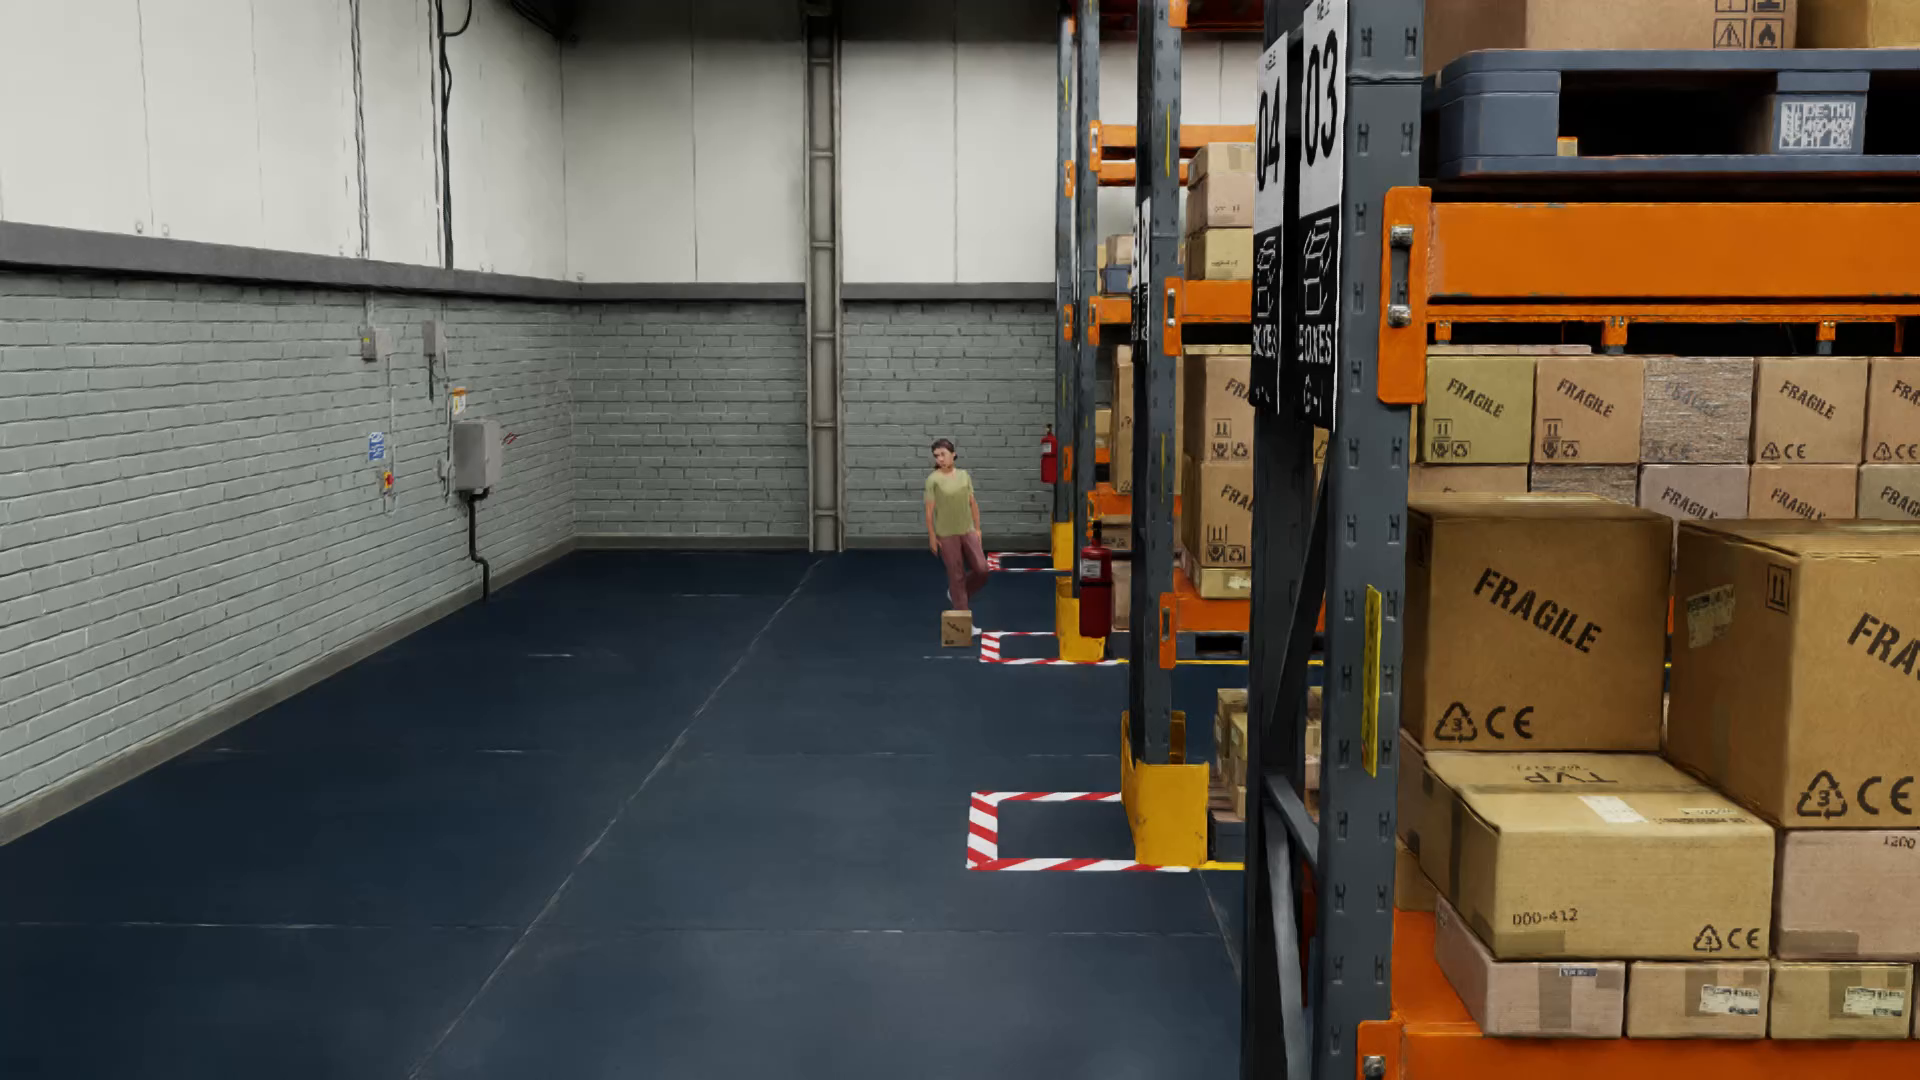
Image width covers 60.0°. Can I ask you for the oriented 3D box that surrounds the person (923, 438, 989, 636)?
[{"bbox_3d":[-0.047,0.093,14.112,0.495,1.403,0.578,-4,8,-28],"label":"person"}]
